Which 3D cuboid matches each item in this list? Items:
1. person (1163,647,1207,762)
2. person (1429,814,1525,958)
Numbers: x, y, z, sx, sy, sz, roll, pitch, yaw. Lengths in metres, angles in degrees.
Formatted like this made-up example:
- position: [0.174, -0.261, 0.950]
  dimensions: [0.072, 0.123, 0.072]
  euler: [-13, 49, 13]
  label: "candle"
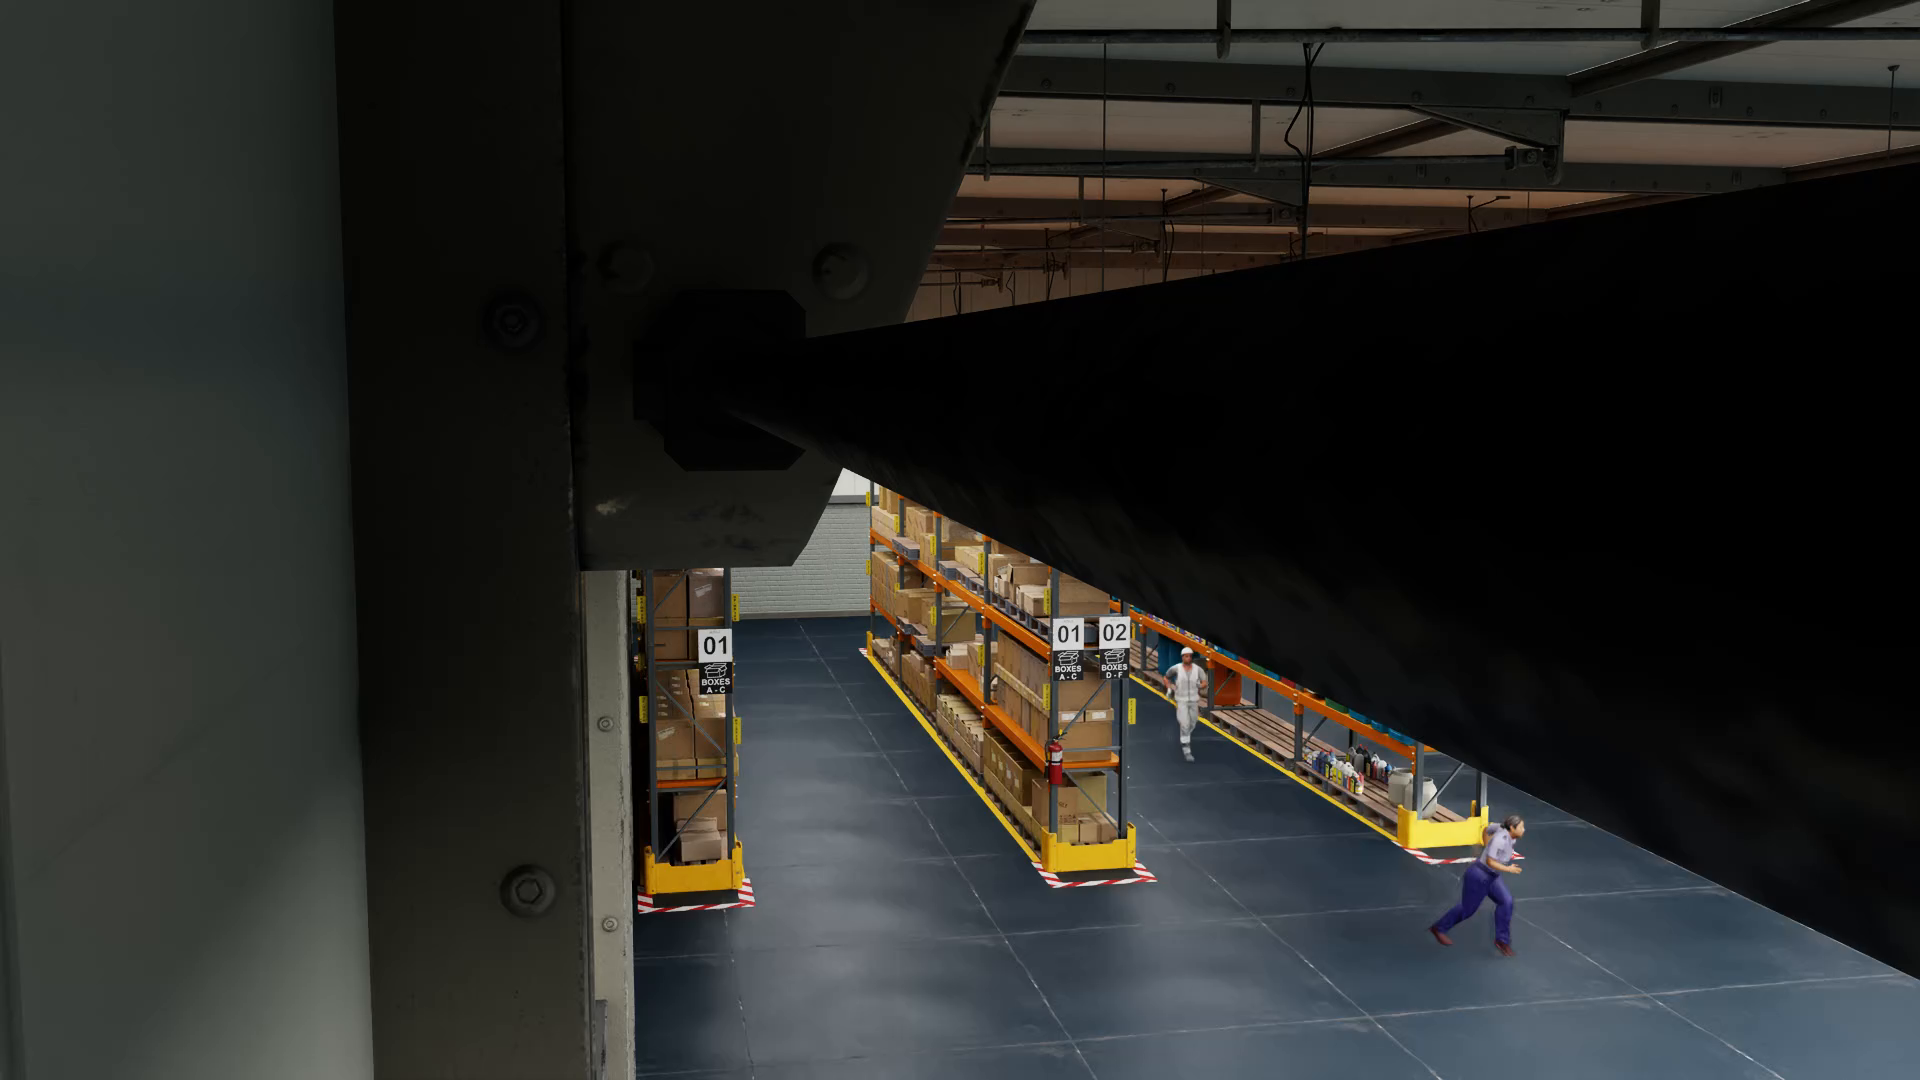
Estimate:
- position: [3.664, 2.610, 26.860]
  dimensions: [0.660, 1.769, 0.990]
  euler: [-1, 6, -10]
  label: "person"
- position: [5.591, 3.711, 17.999]
  dimensions: [0.956, 1.612, 0.649]
  euler: [3, 7, 24]
  label: "person"
